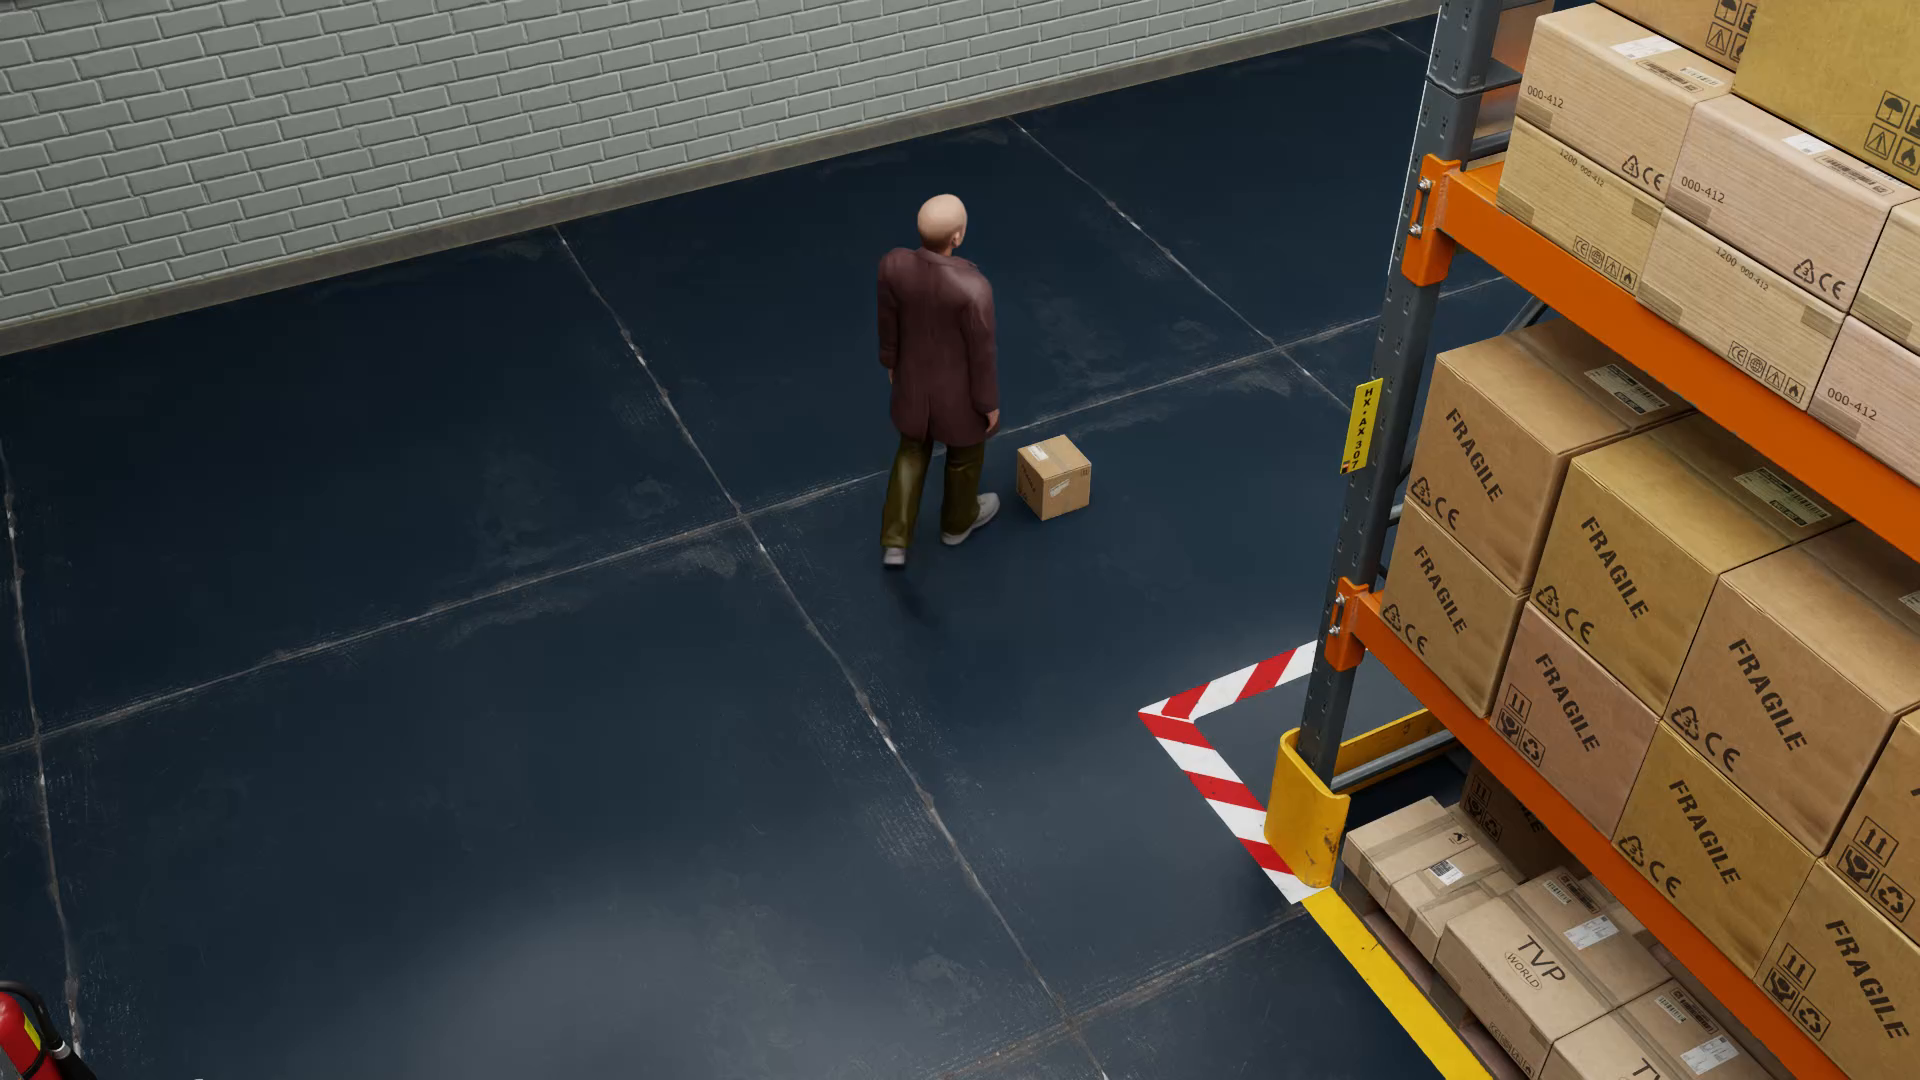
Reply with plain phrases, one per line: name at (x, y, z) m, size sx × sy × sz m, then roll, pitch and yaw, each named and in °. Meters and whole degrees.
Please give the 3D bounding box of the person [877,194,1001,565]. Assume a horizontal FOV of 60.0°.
person at (-0.092, -0.650, 6.915) m, size 0.602 × 1.773 × 0.757 m, roll 19°, pitch 44°, yaw 21°
